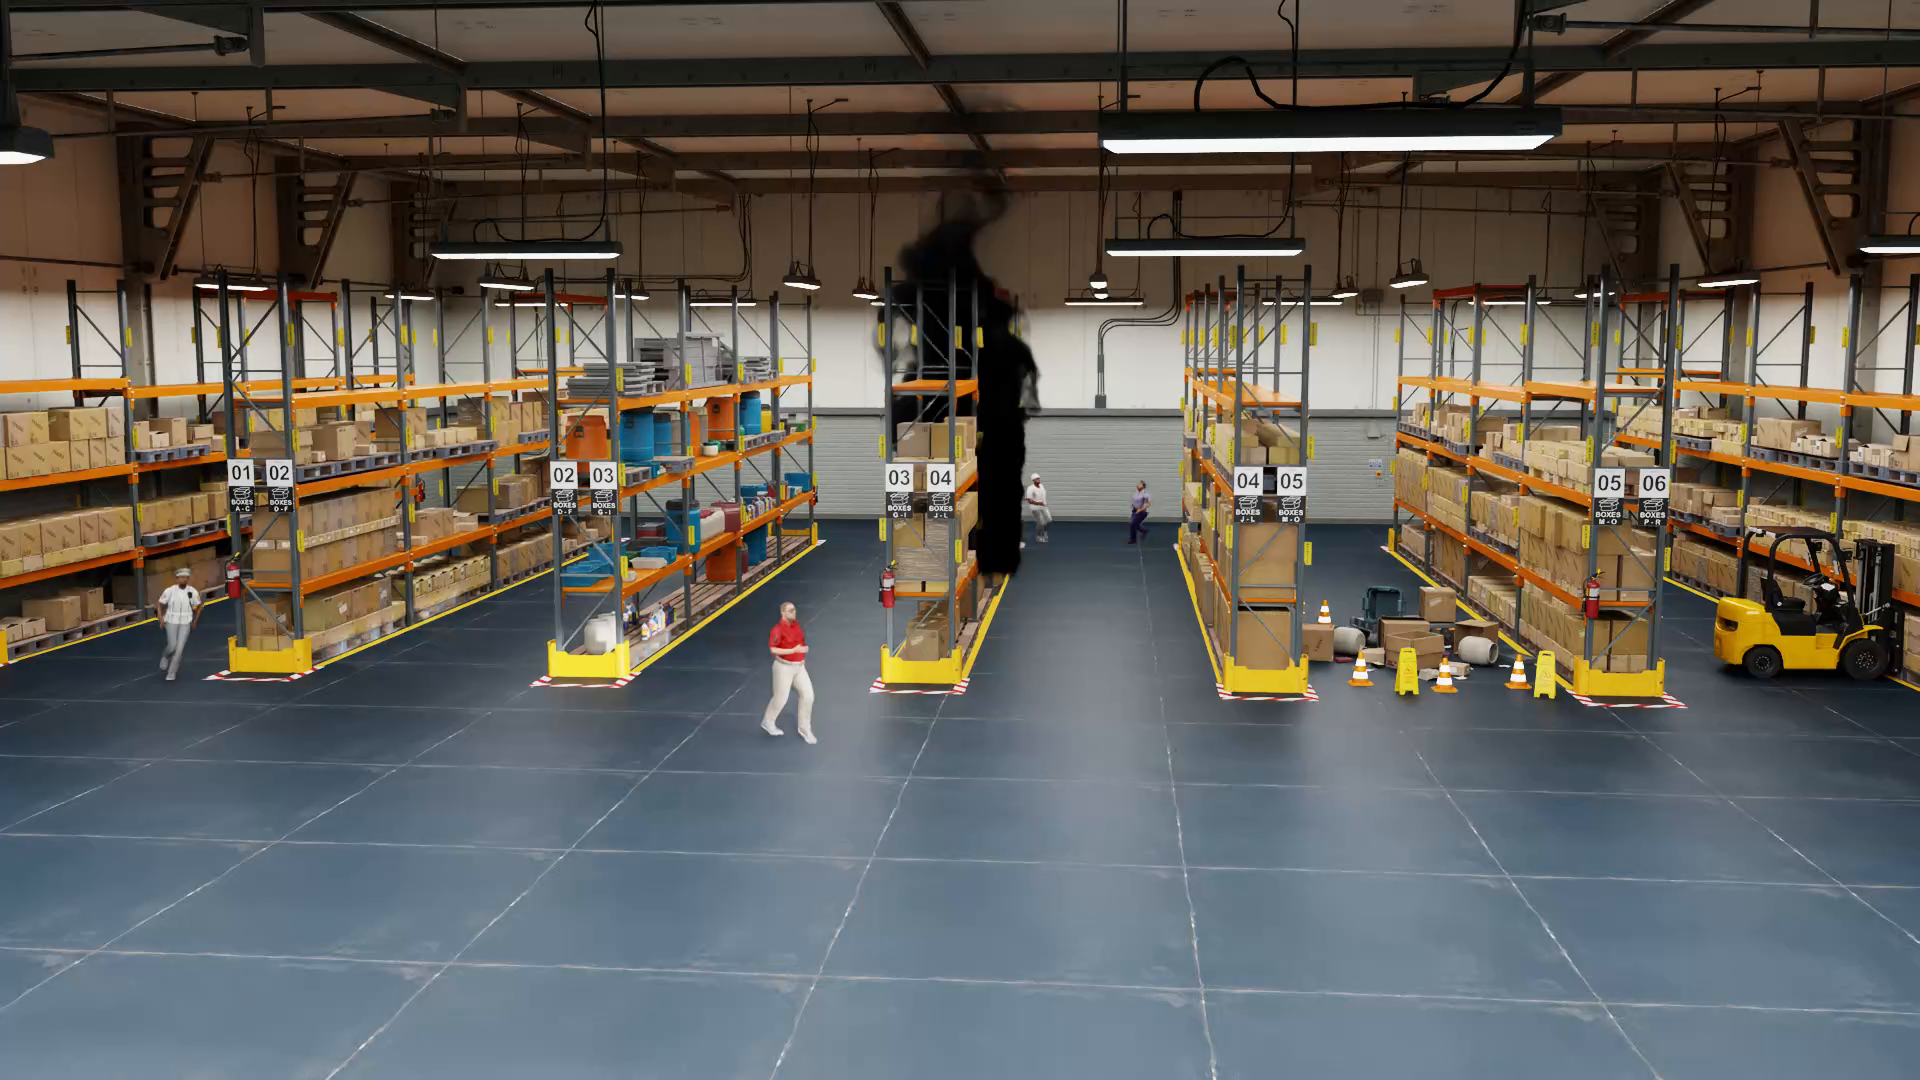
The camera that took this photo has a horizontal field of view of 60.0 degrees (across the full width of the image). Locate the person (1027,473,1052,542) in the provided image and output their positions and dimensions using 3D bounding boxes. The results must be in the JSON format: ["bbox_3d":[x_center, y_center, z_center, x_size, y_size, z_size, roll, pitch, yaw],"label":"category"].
[{"bbox_3d":[1.931,-0.781,40.534,0.675,1.696,0.603,-6,9,-41],"label":"person"}]

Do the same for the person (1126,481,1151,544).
[{"bbox_3d":[4.436,-0.677,40.476,0.641,1.562,0.669,-3,8,-25],"label":"person"}]

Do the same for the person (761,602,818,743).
[{"bbox_3d":[-2.143,1.656,20.673,0.819,1.801,0.643,5,9,38],"label":"person"}]

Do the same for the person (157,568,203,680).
[{"bbox_3d":[-11.512,1.219,24.575,0.615,1.624,0.527,-4,8,-31],"label":"person"}]
